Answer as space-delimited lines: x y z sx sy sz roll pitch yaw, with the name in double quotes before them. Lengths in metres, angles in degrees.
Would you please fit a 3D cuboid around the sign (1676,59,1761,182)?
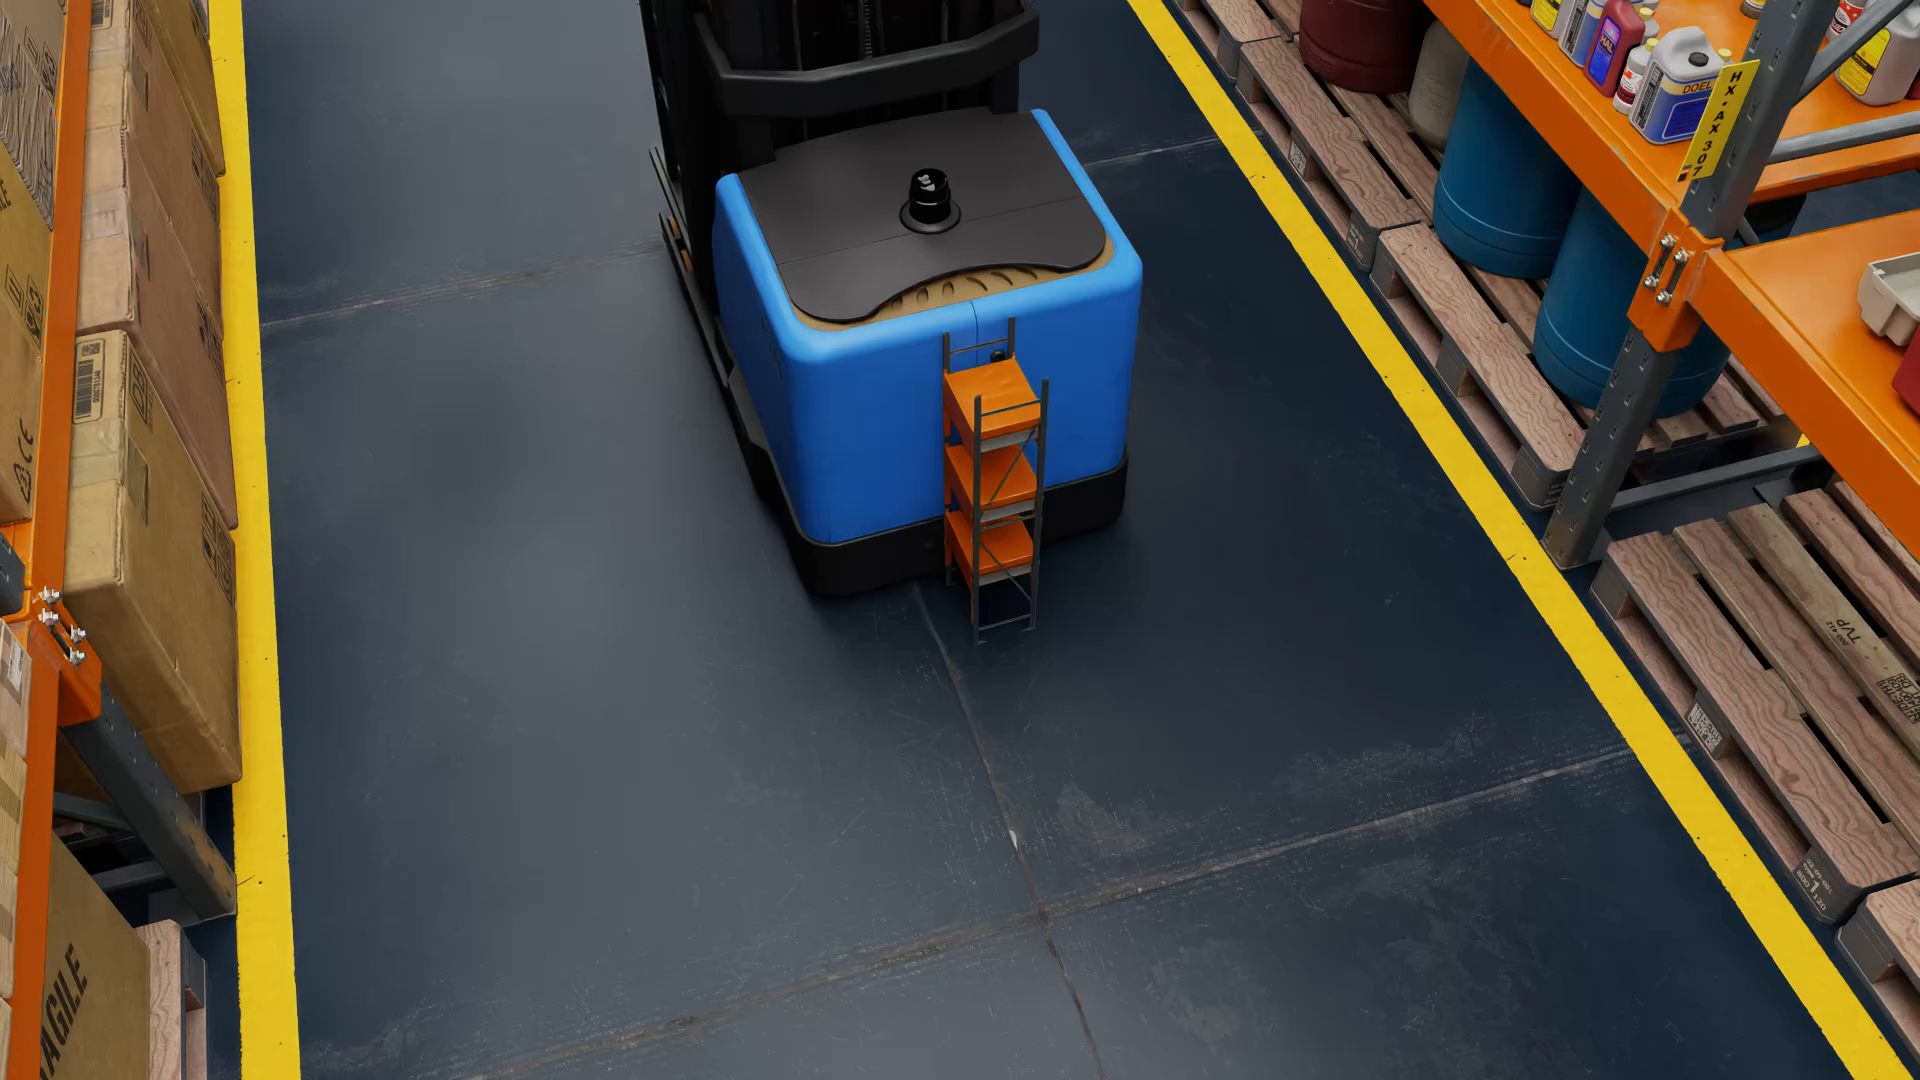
"sign" 1.794 -0.989 3.941 0.100 0.325 0.005 -13 51 -11

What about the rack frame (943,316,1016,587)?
"rack frame" 0.051 -0.222 4.751 0.200 1.050 0.008 -15 52 -12

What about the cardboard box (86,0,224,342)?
"cardboard box" -3.154 -1.113 5.342 1.225 0.875 0.875 -13 51 -11

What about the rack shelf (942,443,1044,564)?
"rack shelf" 0.091 -0.128 4.685 0.215 0.259 0.240 -15 52 -12

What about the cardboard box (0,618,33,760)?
"cardboard box" -2.008 0.327 3.177 0.380 0.149 0.250 -13 51 -11

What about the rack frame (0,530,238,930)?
"rack frame" -2.411 0.097 3.206 1.000 3.000 0.127 -13 51 -11

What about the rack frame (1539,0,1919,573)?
"rack frame" 2.320 -1.023 4.150 1.000 3.000 0.127 -13 51 -11

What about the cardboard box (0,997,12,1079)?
"cardboard box" -1.780 0.890 2.702 0.380 0.149 0.250 -12 51 -10

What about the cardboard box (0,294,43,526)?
"cardboard box" -2.308 -0.328 3.499 0.500 0.500 0.500 -13 51 -11

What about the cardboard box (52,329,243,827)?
"cardboard box" -2.620 0.184 4.248 1.225 0.875 0.875 -13 51 -11

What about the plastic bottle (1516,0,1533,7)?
"plastic bottle" 1.681 -1.739 4.787 0.144 0.351 0.185 -13 51 -11

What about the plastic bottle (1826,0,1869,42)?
"plastic bottle" 2.528 -1.501 4.683 0.097 0.201 0.097 0 50 0

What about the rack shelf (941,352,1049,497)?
"rack shelf" 0.091 -0.310 4.468 0.215 0.259 0.240 -15 52 -12

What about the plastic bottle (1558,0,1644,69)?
"plastic bottle" 1.787 -1.464 4.604 0.152 0.276 0.135 -13 51 -11

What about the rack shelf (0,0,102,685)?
"rack shelf" -3.003 -1.132 4.713 1.077 0.370 4.000 -13 51 -11

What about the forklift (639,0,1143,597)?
"forklift" -0.452 -1.928 4.958 1.130 2.935 3.031 -15 52 -12

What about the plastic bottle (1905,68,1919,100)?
"plastic bottle" 2.619 -1.349 4.502 0.061 0.283 0.133 -13 51 -11

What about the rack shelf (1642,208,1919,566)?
"rack shelf" 2.912 0.670 3.194 1.077 0.370 4.000 -13 51 -11

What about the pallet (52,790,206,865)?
"pallet" -2.711 0.449 4.733 1.003 0.211 1.213 -13 51 -11

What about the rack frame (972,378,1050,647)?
"rack frame" 0.132 -0.046 4.602 0.200 1.050 0.008 -15 52 -12

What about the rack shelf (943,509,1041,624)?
"rack shelf" 0.091 0.052 4.897 0.215 0.259 0.240 -15 52 -12

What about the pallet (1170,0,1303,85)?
"pallet" 1.410 -2.479 7.202 1.003 0.211 1.213 -13 51 -11

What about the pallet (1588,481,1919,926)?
"pallet" 2.575 0.404 4.771 1.003 0.211 1.213 -13 51 -11

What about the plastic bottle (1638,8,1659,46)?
"plastic bottle" 1.853 -1.363 4.567 0.097 0.201 0.097 0 50 0

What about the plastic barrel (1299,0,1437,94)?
"plastic barrel" 1.632 -2.124 6.381 0.600 0.588 0.708 -13 51 -11

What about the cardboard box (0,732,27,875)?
"cardboard box" -1.932 0.515 3.018 0.380 0.149 0.250 -12 51 -10

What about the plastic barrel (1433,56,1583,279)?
"plastic barrel" 1.966 -1.400 5.566 0.600 0.901 0.708 -13 51 -11

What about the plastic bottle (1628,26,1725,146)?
"plastic bottle" 1.895 -1.198 4.379 0.152 0.276 0.135 -13 51 -11

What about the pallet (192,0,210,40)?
"pallet" -3.824 -2.497 7.217 1.003 0.211 1.213 -13 51 -11

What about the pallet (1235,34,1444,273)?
"pallet" 1.767 -1.590 6.452 1.003 0.211 1.213 -13 51 -11

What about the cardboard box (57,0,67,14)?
"cardboard box" -2.913 -1.808 4.747 0.500 0.500 0.500 -15 51 -12

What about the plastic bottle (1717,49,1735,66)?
"plastic bottle" 2.008 -1.215 4.443 0.097 0.201 0.097 0 50 0

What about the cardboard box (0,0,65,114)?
"cardboard box" -2.763 -1.436 4.434 0.500 0.500 0.500 -12 51 -10

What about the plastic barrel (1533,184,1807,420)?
"plastic barrel" 2.176 -0.883 5.130 0.600 0.901 0.708 -13 51 -11

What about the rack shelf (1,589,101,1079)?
"rack shelf" -1.820 1.790 2.250 1.077 0.370 4.000 -13 51 -11

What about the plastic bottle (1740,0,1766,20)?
"plastic bottle" 2.325 -1.608 4.774 0.097 0.201 0.097 0 50 0

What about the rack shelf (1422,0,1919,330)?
"rack shelf" 1.729 -2.252 5.657 1.077 0.370 4.000 -13 51 -11

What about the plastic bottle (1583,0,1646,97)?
"plastic bottle" 1.783 -1.359 4.510 0.061 0.283 0.133 -13 51 -11

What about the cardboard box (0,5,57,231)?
"cardboard box" -2.606 -1.060 4.116 0.500 0.500 0.500 -14 51 -12

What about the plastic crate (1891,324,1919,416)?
"plastic crate" 2.345 -0.354 3.505 0.402 0.464 0.583 -13 51 -11

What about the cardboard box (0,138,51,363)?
"cardboard box" -2.458 -0.695 3.808 0.500 0.500 0.500 -13 51 -11

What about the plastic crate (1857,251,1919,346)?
"plastic crate" 2.321 -0.585 3.914 0.396 0.136 0.243 -13 51 -11

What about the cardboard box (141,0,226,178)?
"cardboard box" -3.410 -1.766 5.892 1.225 0.875 0.875 -15 52 -13

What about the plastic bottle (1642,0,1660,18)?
"plastic bottle" 1.900 -1.482 4.667 0.097 0.201 0.097 0 50 0

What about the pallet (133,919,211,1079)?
"pallet" -2.261 1.569 3.789 1.003 0.211 1.213 -13 51 -11

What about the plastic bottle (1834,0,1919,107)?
"plastic bottle" 2.514 -1.367 4.473 0.144 0.351 0.185 -13 51 -11

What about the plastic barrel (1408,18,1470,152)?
"plastic barrel" 1.885 -1.707 6.080 0.421 0.512 0.421 0 50 0

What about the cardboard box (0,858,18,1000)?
"cardboard box" -1.856 0.702 2.860 0.380 0.149 0.250 -14 51 -12

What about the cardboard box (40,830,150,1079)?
"cardboard box" -2.292 1.147 3.436 0.875 0.875 0.875 -13 51 -11

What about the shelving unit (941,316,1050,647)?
"shelving unit" 0.091 -0.134 4.677 0.215 1.050 0.252 -15 52 -12

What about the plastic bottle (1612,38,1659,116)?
"plastic bottle" 1.834 -1.252 4.473 0.097 0.201 0.097 0 50 0

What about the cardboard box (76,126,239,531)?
"cardboard box" -2.885 -0.469 4.798 1.225 0.875 0.875 -15 51 -12

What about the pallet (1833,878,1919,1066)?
"pallet" 2.939 1.297 4.019 1.003 0.211 1.213 -13 51 -11

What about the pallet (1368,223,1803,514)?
"pallet" 2.132 -0.697 5.699 1.003 0.211 1.213 -13 51 -11

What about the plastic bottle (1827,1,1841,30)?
"plastic bottle" 2.499 -1.594 4.716 0.097 0.271 0.097 0 50 0

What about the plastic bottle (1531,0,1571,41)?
"plastic bottle" 1.736 -1.604 4.673 0.144 0.351 0.185 -13 51 -11
